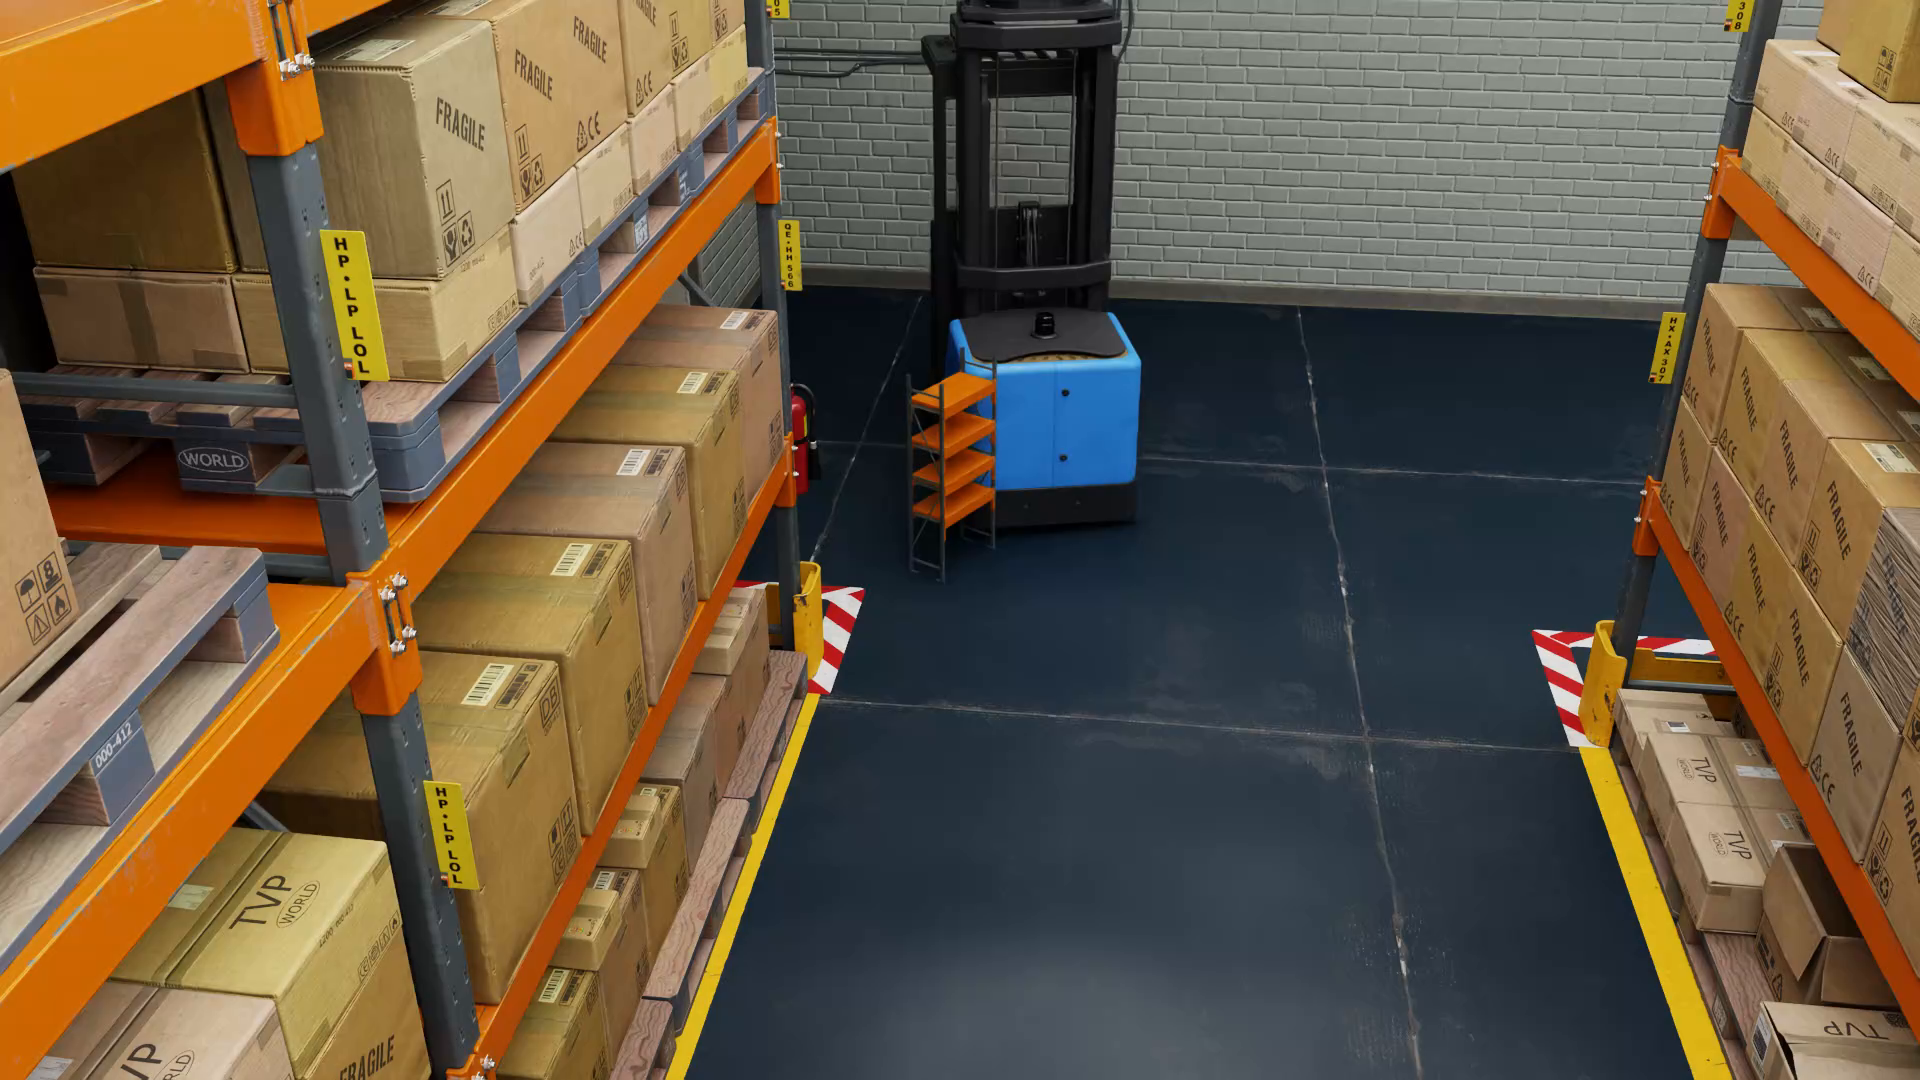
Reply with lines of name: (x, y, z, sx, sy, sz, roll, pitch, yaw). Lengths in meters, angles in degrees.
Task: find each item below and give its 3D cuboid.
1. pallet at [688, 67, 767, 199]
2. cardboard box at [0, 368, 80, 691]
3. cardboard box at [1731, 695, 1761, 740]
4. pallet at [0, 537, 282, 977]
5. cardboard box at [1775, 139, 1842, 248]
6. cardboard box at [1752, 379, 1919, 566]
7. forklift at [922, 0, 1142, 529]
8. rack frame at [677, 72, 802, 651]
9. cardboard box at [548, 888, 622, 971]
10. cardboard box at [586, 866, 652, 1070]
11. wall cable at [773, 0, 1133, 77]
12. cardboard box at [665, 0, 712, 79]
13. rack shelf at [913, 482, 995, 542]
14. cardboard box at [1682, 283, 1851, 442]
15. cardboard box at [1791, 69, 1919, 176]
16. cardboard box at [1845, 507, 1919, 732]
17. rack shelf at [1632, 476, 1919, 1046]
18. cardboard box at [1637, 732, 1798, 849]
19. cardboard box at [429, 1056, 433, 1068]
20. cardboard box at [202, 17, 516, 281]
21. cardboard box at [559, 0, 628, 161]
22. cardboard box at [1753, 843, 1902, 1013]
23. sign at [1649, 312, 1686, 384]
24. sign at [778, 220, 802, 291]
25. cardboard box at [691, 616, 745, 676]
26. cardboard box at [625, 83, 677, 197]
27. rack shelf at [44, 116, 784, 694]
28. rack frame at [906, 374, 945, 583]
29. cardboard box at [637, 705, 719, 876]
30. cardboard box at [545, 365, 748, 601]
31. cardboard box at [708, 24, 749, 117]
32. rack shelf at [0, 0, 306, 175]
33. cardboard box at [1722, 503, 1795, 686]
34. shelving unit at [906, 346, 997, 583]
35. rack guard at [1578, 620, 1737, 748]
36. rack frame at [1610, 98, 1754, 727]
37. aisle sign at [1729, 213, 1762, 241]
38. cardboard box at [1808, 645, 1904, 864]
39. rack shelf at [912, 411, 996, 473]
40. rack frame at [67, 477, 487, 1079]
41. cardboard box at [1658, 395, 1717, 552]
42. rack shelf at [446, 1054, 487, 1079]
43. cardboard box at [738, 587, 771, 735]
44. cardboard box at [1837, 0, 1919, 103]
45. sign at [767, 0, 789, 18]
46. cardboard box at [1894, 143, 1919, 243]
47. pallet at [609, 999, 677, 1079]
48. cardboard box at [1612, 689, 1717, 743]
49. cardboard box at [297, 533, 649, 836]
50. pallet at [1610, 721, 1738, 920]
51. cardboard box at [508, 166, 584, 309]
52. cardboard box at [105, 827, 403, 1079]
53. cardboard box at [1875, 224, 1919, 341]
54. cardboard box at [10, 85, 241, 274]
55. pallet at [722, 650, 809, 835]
pallet: (-1.386, -1.637, 6.557, 1.003, 0.211, 1.213, 3, 28, 6)
cardboard box: (-2.012, 0.027, 2.805, 0.700, 0.500, 0.500, 2, 28, 3)
cardboard box: (3.790, 0.758, 7.353, 0.500, 0.500, 0.500, 3, 28, 6)
pallet: (-1.859, 0.376, 2.929, 0.805, 0.209, 1.217, 2, 28, 4)
cardboard box: (3.222, -1.212, 5.833, 0.500, 0.250, 0.500, 3, 28, 6)
cardboard box: (3.173, -0.228, 5.851, 0.500, 0.500, 0.500, 4, 29, 7)
forklift: (0.354, -2.030, 10.428, 1.130, 2.935, 3.031, -3, 28, -6)
rack frame: (-1.305, -0.705, 7.897, 1.000, 3.000, 0.127, 3, 28, 6)
cardboard box: (-1.379, 1.311, 5.663, 0.380, 0.149, 0.250, 4, 29, 8)
cardboard box: (-1.537, 1.511, 5.976, 0.700, 0.500, 0.500, 3, 28, 6)
wall cable: (-0.257, -4.621, 12.114, 3.097, 2.526, 0.112, 3, 28, 6)
cardboard box: (-1.196, -1.924, 5.815, 0.500, 0.500, 0.500, 4, 29, 8)
rack shelf: (-0.042, -0.181, 9.381, 0.258, 0.148, 0.480, 19, 34, 31)
cardboard box: (3.296, -0.710, 6.746, 0.500, 0.500, 0.500, 4, 29, 8)
cardboard box: (3.222, -1.432, 5.714, 0.500, 0.250, 0.500, 3, 28, 6)
cardboard box: (3.049, 0.248, 4.968, 0.500, 0.500, 0.500, 4, 29, 7)
rack shelf: (3.367, 0.839, 5.789, 1.077, 0.370, 4.000, 3, 28, 6)
cardboard box: (3.202, 1.072, 7.032, 0.500, 0.250, 0.500, 3, 28, 6)
cardboard box: (-1.817, 1.518, 5.278, 0.380, 0.149, 0.250, 3, 28, 6)
cardboard box: (-1.430, -0.955, 4.017, 0.500, 0.500, 0.500, 3, 28, 6)
cardboard box: (-1.318, -1.431, 4.899, 0.500, 0.500, 0.500, 4, 29, 7)
cardboard box: (3.347, 1.484, 6.001, 0.797, 0.503, 0.637, 3, 28, 6)
sign: (3.073, -0.832, 7.219, 0.100, 0.325, 0.005, 3, 28, 6)
sign: (-0.768, -1.281, 7.495, 0.100, 0.325, 0.005, 3, 28, 6)
cardboard box: (-1.157, 0.451, 7.259, 0.380, 0.149, 0.250, 4, 29, 8)
cardboard box: (-1.253, -1.338, 5.519, 0.500, 0.250, 0.500, 3, 28, 5)
rack shelf: (-1.550, -0.768, 5.608, 1.077, 0.370, 4.000, 3, 28, 6)
rack frame: (-0.186, -0.321, 9.082, 0.240, 1.200, 0.015, 19, 34, 31)
cardboard box: (-1.414, 1.018, 6.891, 0.700, 0.500, 0.500, 2, 28, 5)
cardboard box: (-1.436, -0.254, 6.742, 0.980, 0.700, 0.700, 3, 28, 6)
cardboard box: (-1.131, -1.829, 6.429, 0.500, 0.250, 0.500, 4, 29, 8)
rack shelf: (-2.040, -0.029, 1.497, 1.077, 0.370, 4.000, 3, 28, 6)
cardboard box: (3.173, 0.209, 6.093, 0.500, 0.500, 0.500, 3, 28, 6)
shelving unit: (-0.042, -0.415, 9.255, 0.258, 1.200, 0.503, 19, 34, 31)
rack guard: (3.602, 0.717, 7.892, 1.175, 0.500, 0.348, 3, 28, 6)
rack frame: (3.612, -0.419, 7.366, 1.000, 3.000, 0.127, 3, 28, 6)
aisle sign: (3.329, -1.613, 6.840, 0.394, 0.787, 0.004, 3, 28, 6)
cardboard box: (3.051, 0.685, 5.211, 0.500, 0.500, 0.500, 4, 29, 7)
rack shelf: (-0.042, -0.553, 9.181, 0.258, 0.148, 0.480, 19, 34, 31)
rack frame: (-1.795, 1.177, 4.402, 1.000, 3.000, 0.127, 3, 28, 6)
cardboard box: (3.296, -0.270, 6.983, 0.500, 0.500, 0.500, 4, 29, 7)
rack shelf: (-2.040, 2.436, 2.825, 1.077, 0.370, 4.000, 3, 28, 6)
cardboard box: (-1.292, 0.545, 7.768, 0.700, 0.500, 0.500, 3, 28, 6)
cardboard box: (3.420, -1.751, 5.515, 0.700, 0.500, 0.500, 3, 28, 6)
sign: (-0.768, -2.343, 6.923, 0.100, 0.325, 0.005, 3, 28, 6)
cardboard box: (3.102, -0.961, 4.840, 0.500, 0.250, 0.500, 3, 28, 6)
pallet: (-1.624, 2.052, 5.719, 1.003, 0.211, 1.213, 3, 28, 6)
cardboard box: (3.219, 0.819, 7.609, 0.380, 0.149, 0.250, 3, 28, 6)
cardboard box: (-1.618, 0.448, 5.440, 0.980, 0.700, 0.700, 3, 28, 5)
pallet: (3.506, 1.220, 7.264, 1.003, 0.211, 1.213, 3, 28, 6)
cardboard box: (-1.372, -0.855, 4.622, 0.500, 0.250, 0.500, 3, 28, 5)
cardboard box: (-1.599, 0.898, 3.689, 0.500, 0.250, 0.500, 4, 29, 7)
cardboard box: (3.108, -0.741, 4.958, 0.500, 0.250, 0.500, 3, 28, 6)
cardboard box: (-1.941, -0.978, 4.060, 0.500, 0.500, 0.500, 3, 28, 6)
pallet: (-1.325, 0.903, 7.851, 1.003, 0.211, 1.213, 3, 28, 6)
